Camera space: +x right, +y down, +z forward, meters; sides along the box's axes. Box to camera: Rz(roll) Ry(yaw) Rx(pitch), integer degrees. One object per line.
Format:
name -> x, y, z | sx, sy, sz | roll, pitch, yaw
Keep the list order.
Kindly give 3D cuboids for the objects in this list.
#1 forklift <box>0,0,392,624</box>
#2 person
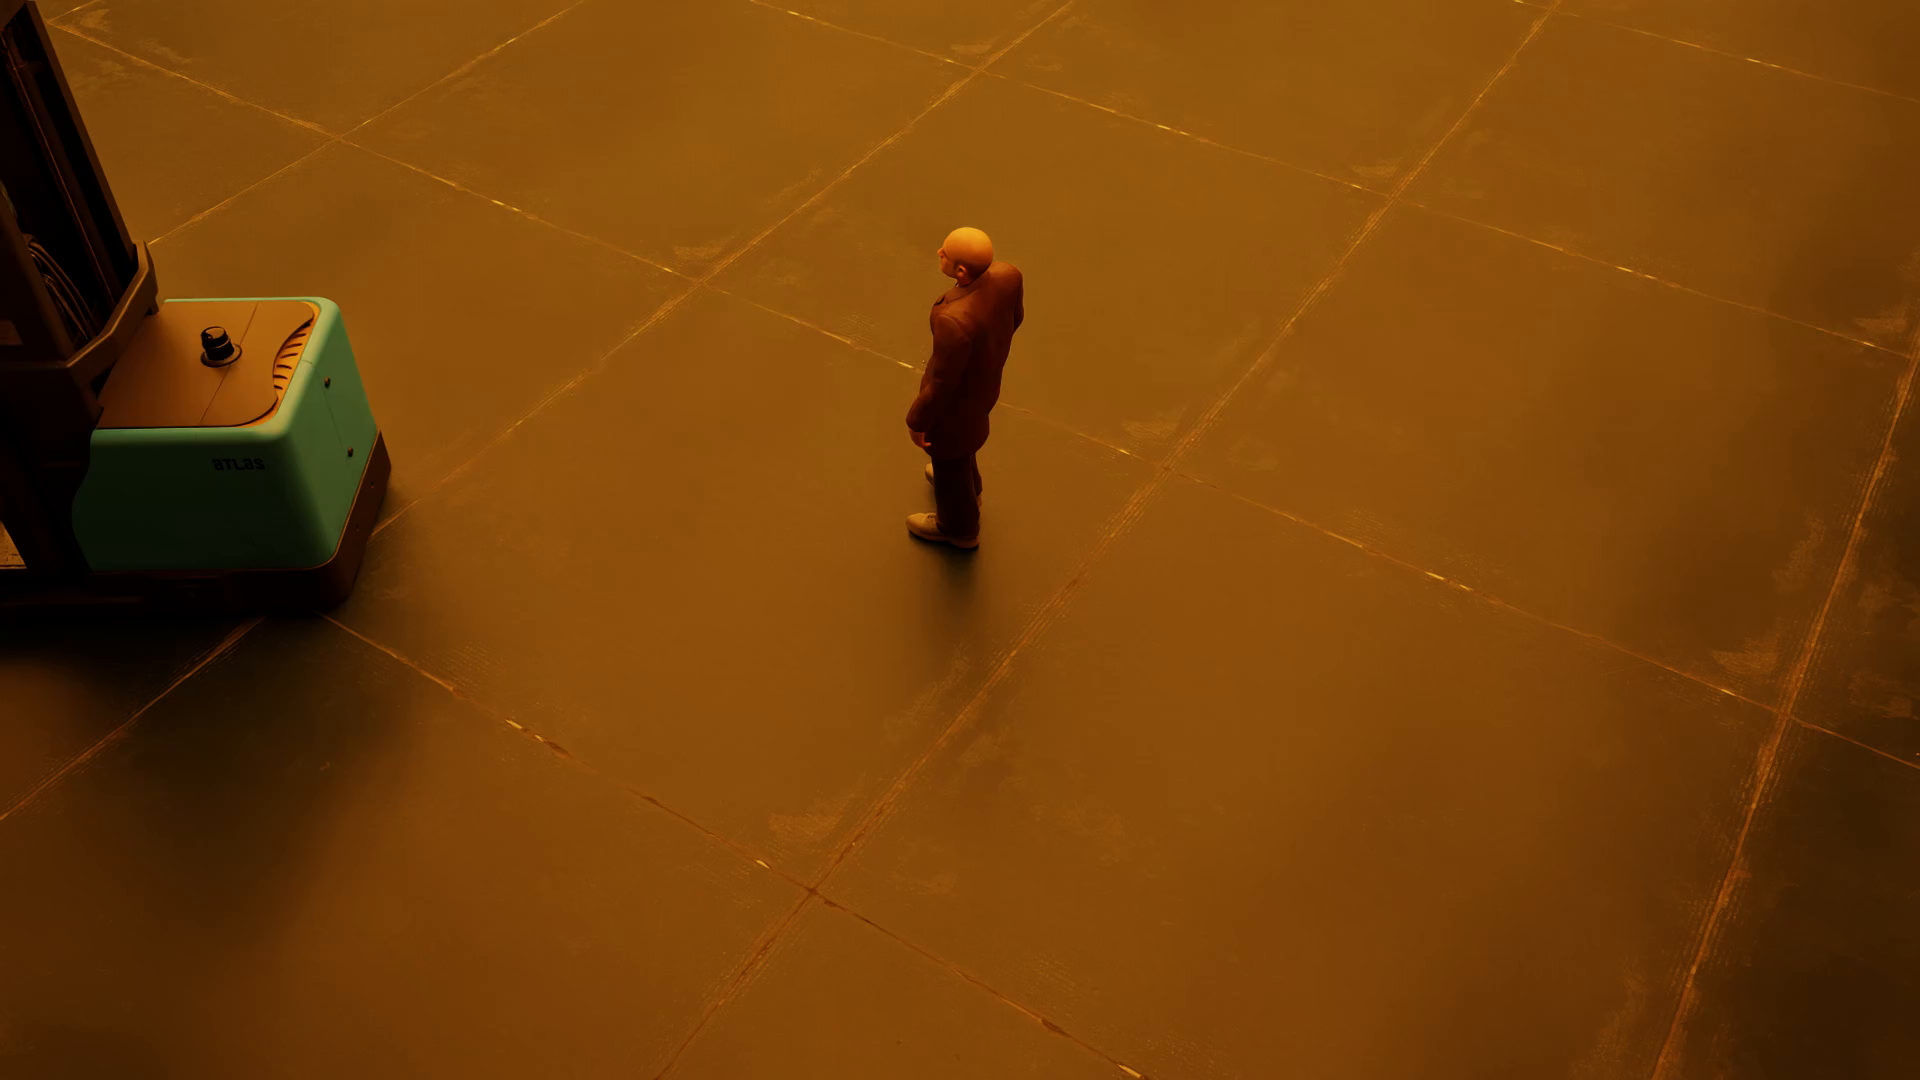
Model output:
forklift -> -4.322, -1.044, 6.950 | 3.031, 2.935, 1.130 | -1, 43, -1
person -> -0.074, -0.687, 7.401 | 0.583, 1.775, 0.696 | 24, 48, 23
